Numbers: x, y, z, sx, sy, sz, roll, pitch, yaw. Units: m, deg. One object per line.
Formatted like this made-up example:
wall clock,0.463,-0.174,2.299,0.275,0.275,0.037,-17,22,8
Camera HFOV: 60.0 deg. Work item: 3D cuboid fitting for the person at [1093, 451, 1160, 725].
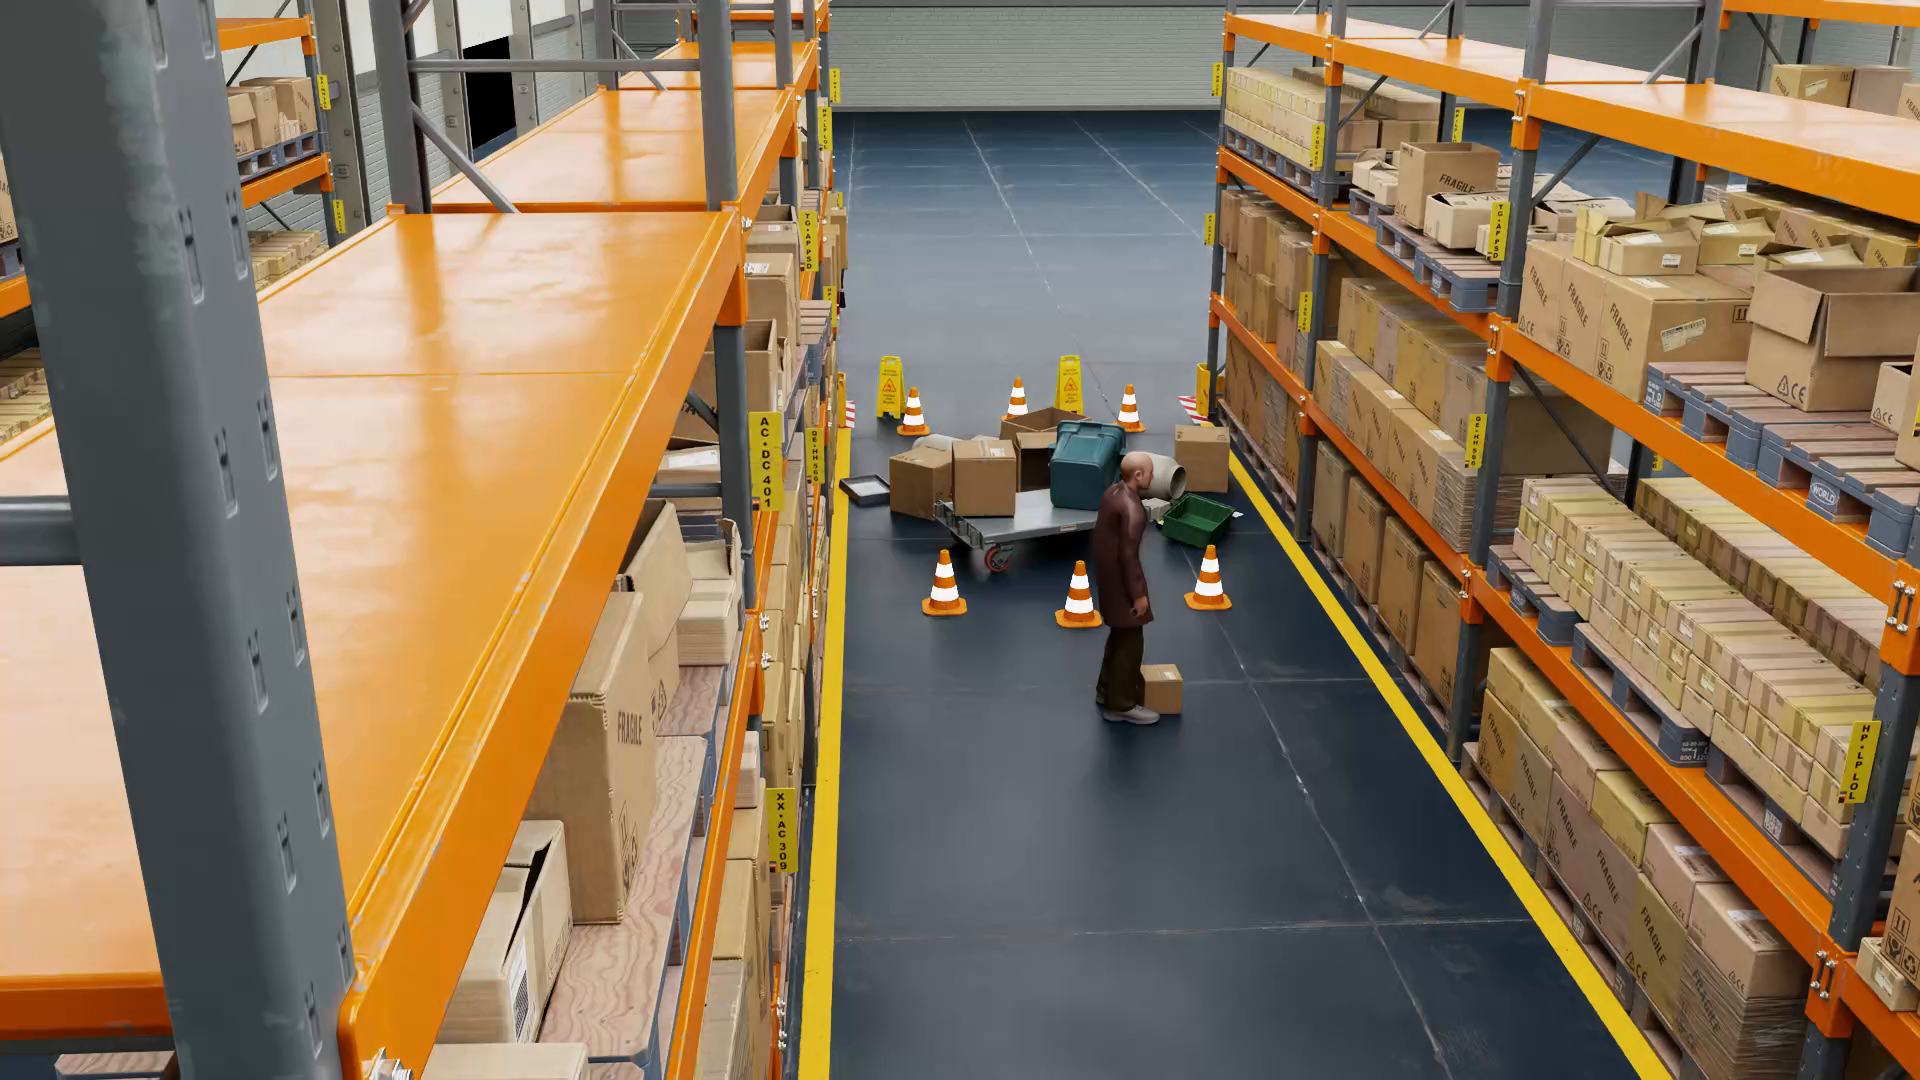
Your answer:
person,1.079,0.283,10.826,0.428,1.773,0.650,-2,20,-6
